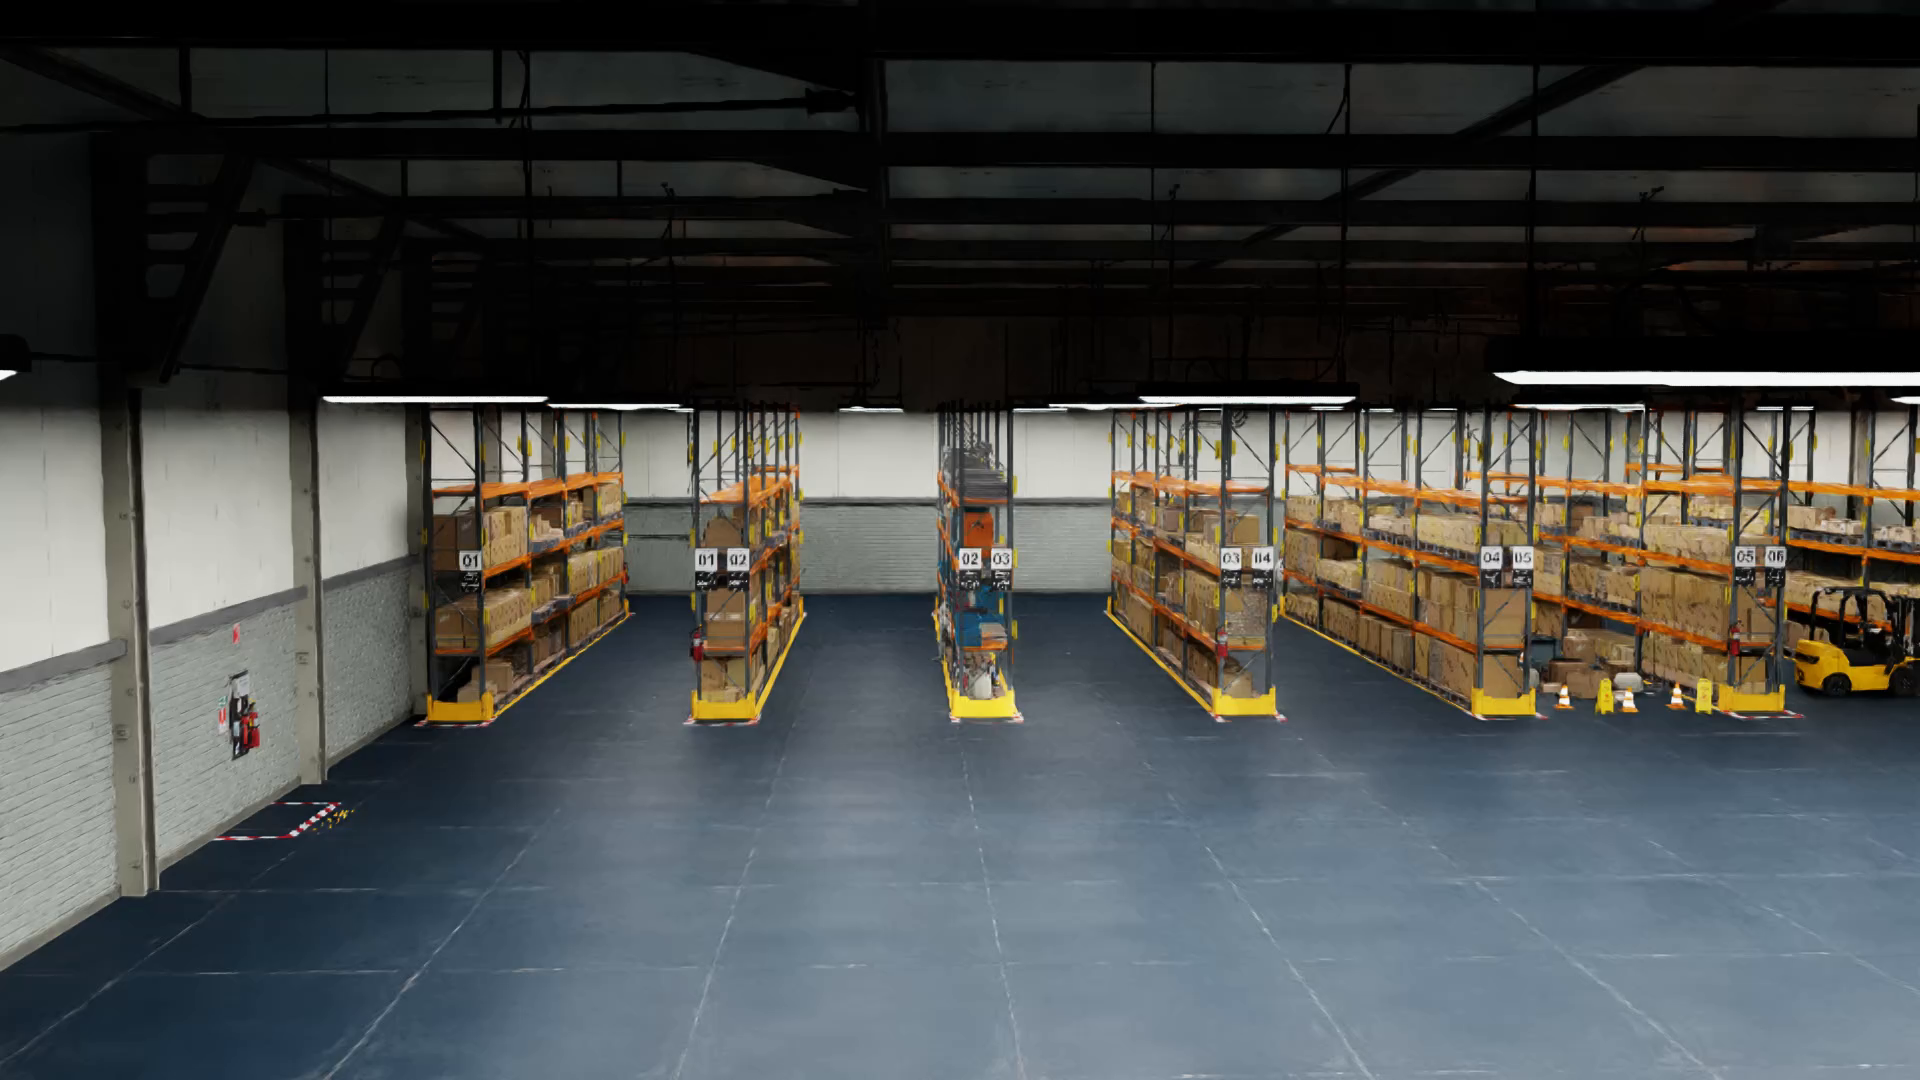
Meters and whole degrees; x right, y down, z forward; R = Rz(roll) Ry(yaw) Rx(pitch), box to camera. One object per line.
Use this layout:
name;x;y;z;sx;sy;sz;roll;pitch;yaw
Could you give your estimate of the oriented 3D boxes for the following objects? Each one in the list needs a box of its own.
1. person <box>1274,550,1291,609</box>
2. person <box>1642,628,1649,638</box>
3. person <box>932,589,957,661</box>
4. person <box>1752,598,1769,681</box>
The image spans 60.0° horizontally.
person;9.523;1.151;48.792;0.578;1.742;0.700;-3;5;-31
person;17.085;1.654;41.640;0.577;1.785;0.655;2;5;26
person;-0.236;1.968;38.452;0.578;1.682;0.657;-4;6;-40
person;17.031;2.119;35.566;0.544;1.782;0.632;2;5;27
